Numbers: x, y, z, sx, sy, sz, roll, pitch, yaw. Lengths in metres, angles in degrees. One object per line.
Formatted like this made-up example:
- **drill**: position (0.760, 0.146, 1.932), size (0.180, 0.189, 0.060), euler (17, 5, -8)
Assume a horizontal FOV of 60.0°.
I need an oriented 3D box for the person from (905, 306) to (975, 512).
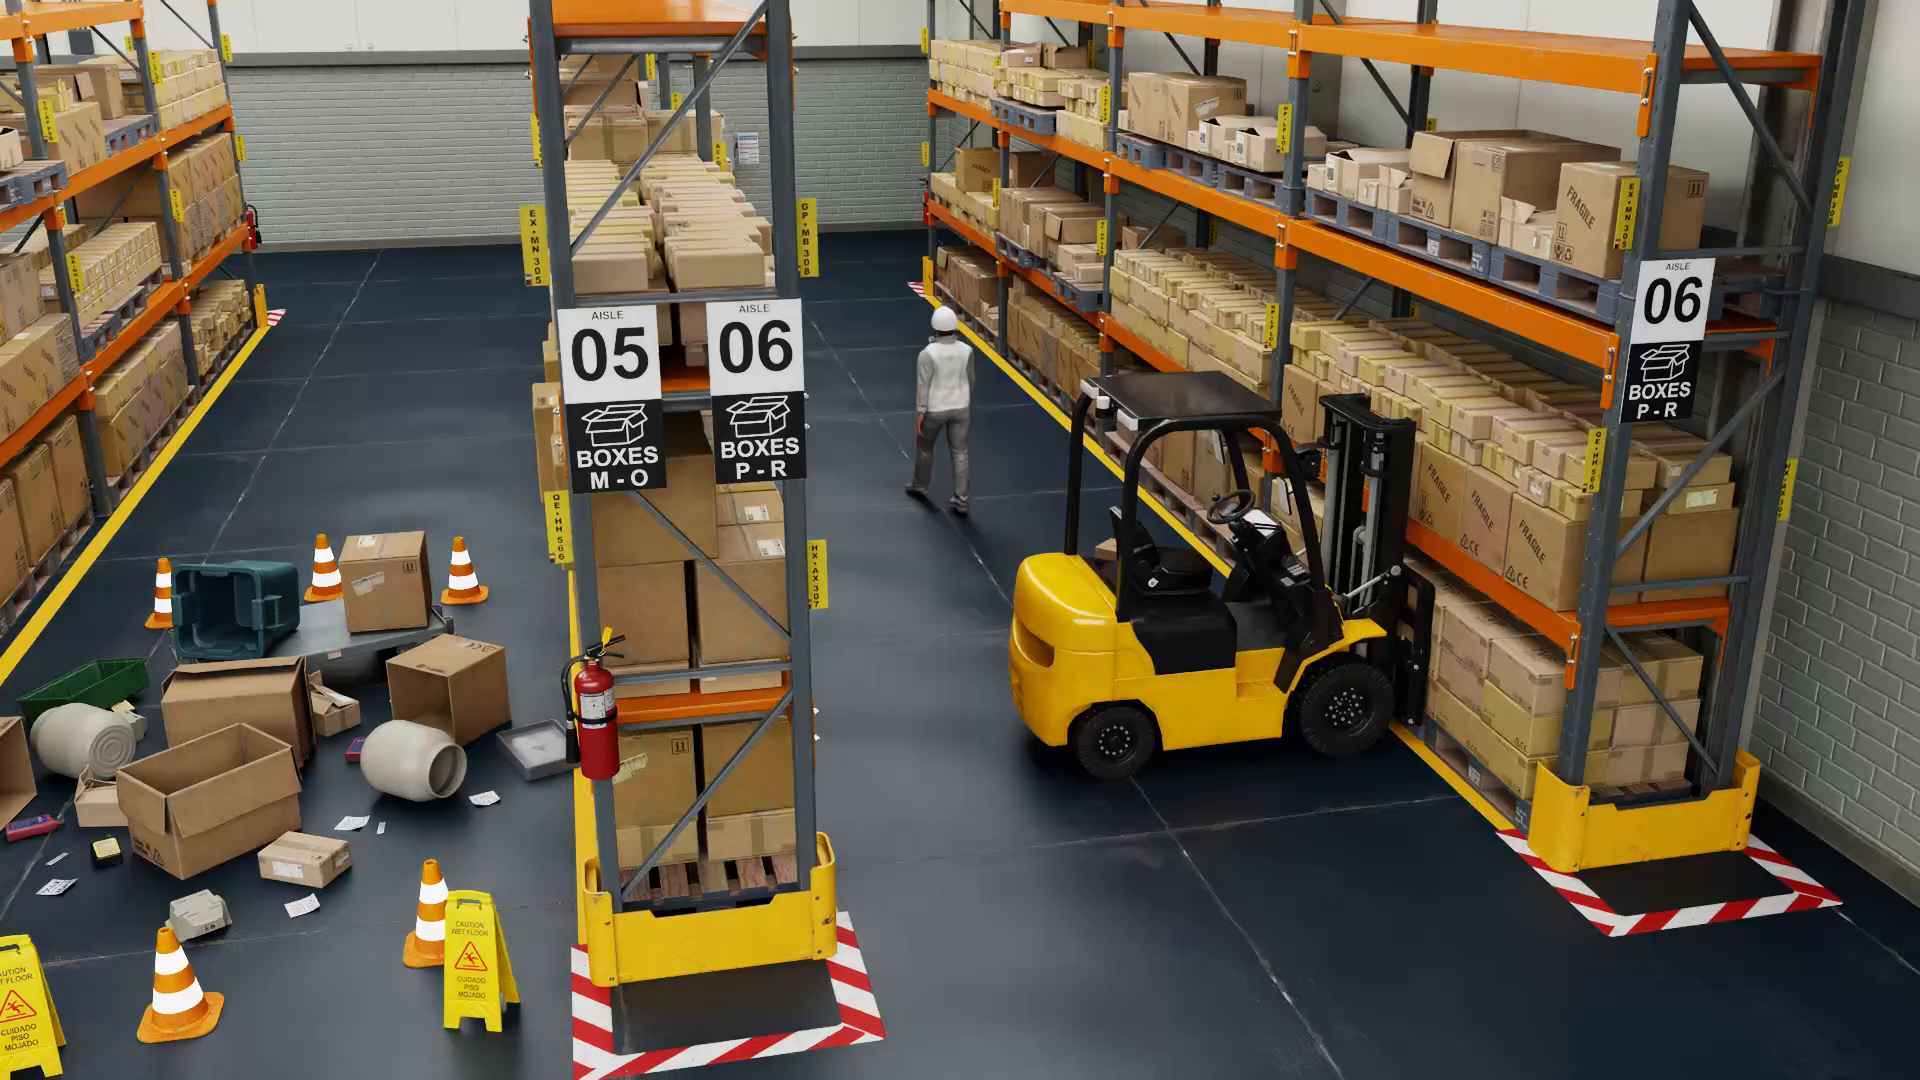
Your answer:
- **person**: position (-0.156, -1.171, 14.302), size (0.576, 1.736, 0.946), euler (-5, 20, -15)
